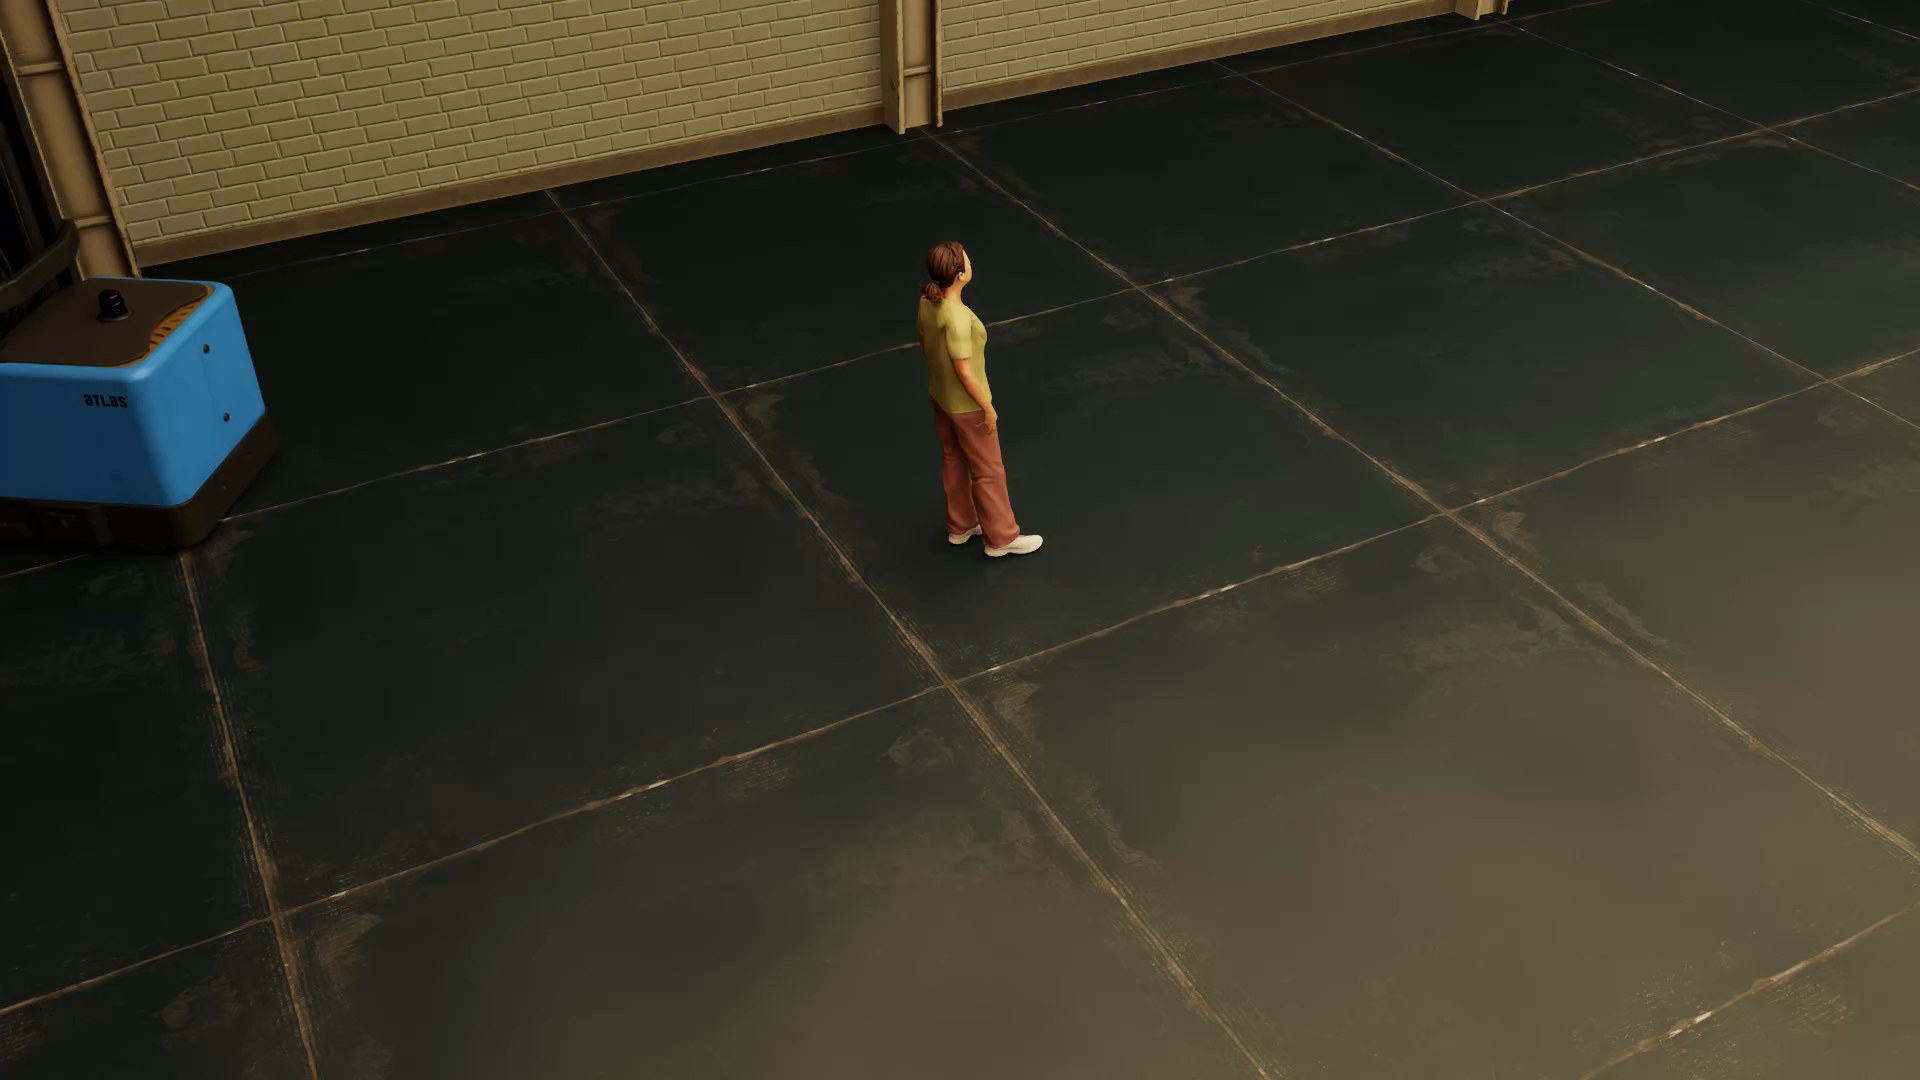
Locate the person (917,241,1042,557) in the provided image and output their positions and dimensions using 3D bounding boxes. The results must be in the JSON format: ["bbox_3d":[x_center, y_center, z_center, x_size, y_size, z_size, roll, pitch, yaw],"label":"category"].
[{"bbox_3d":[0.071,-0.705,8.194,0.548,1.673,0.553,-17,39,-23],"label":"person"}]

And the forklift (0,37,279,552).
[{"bbox_3d":[-5.345,-1.486,8.225,3.031,2.935,1.130,3,35,5],"label":"forklift"}]
